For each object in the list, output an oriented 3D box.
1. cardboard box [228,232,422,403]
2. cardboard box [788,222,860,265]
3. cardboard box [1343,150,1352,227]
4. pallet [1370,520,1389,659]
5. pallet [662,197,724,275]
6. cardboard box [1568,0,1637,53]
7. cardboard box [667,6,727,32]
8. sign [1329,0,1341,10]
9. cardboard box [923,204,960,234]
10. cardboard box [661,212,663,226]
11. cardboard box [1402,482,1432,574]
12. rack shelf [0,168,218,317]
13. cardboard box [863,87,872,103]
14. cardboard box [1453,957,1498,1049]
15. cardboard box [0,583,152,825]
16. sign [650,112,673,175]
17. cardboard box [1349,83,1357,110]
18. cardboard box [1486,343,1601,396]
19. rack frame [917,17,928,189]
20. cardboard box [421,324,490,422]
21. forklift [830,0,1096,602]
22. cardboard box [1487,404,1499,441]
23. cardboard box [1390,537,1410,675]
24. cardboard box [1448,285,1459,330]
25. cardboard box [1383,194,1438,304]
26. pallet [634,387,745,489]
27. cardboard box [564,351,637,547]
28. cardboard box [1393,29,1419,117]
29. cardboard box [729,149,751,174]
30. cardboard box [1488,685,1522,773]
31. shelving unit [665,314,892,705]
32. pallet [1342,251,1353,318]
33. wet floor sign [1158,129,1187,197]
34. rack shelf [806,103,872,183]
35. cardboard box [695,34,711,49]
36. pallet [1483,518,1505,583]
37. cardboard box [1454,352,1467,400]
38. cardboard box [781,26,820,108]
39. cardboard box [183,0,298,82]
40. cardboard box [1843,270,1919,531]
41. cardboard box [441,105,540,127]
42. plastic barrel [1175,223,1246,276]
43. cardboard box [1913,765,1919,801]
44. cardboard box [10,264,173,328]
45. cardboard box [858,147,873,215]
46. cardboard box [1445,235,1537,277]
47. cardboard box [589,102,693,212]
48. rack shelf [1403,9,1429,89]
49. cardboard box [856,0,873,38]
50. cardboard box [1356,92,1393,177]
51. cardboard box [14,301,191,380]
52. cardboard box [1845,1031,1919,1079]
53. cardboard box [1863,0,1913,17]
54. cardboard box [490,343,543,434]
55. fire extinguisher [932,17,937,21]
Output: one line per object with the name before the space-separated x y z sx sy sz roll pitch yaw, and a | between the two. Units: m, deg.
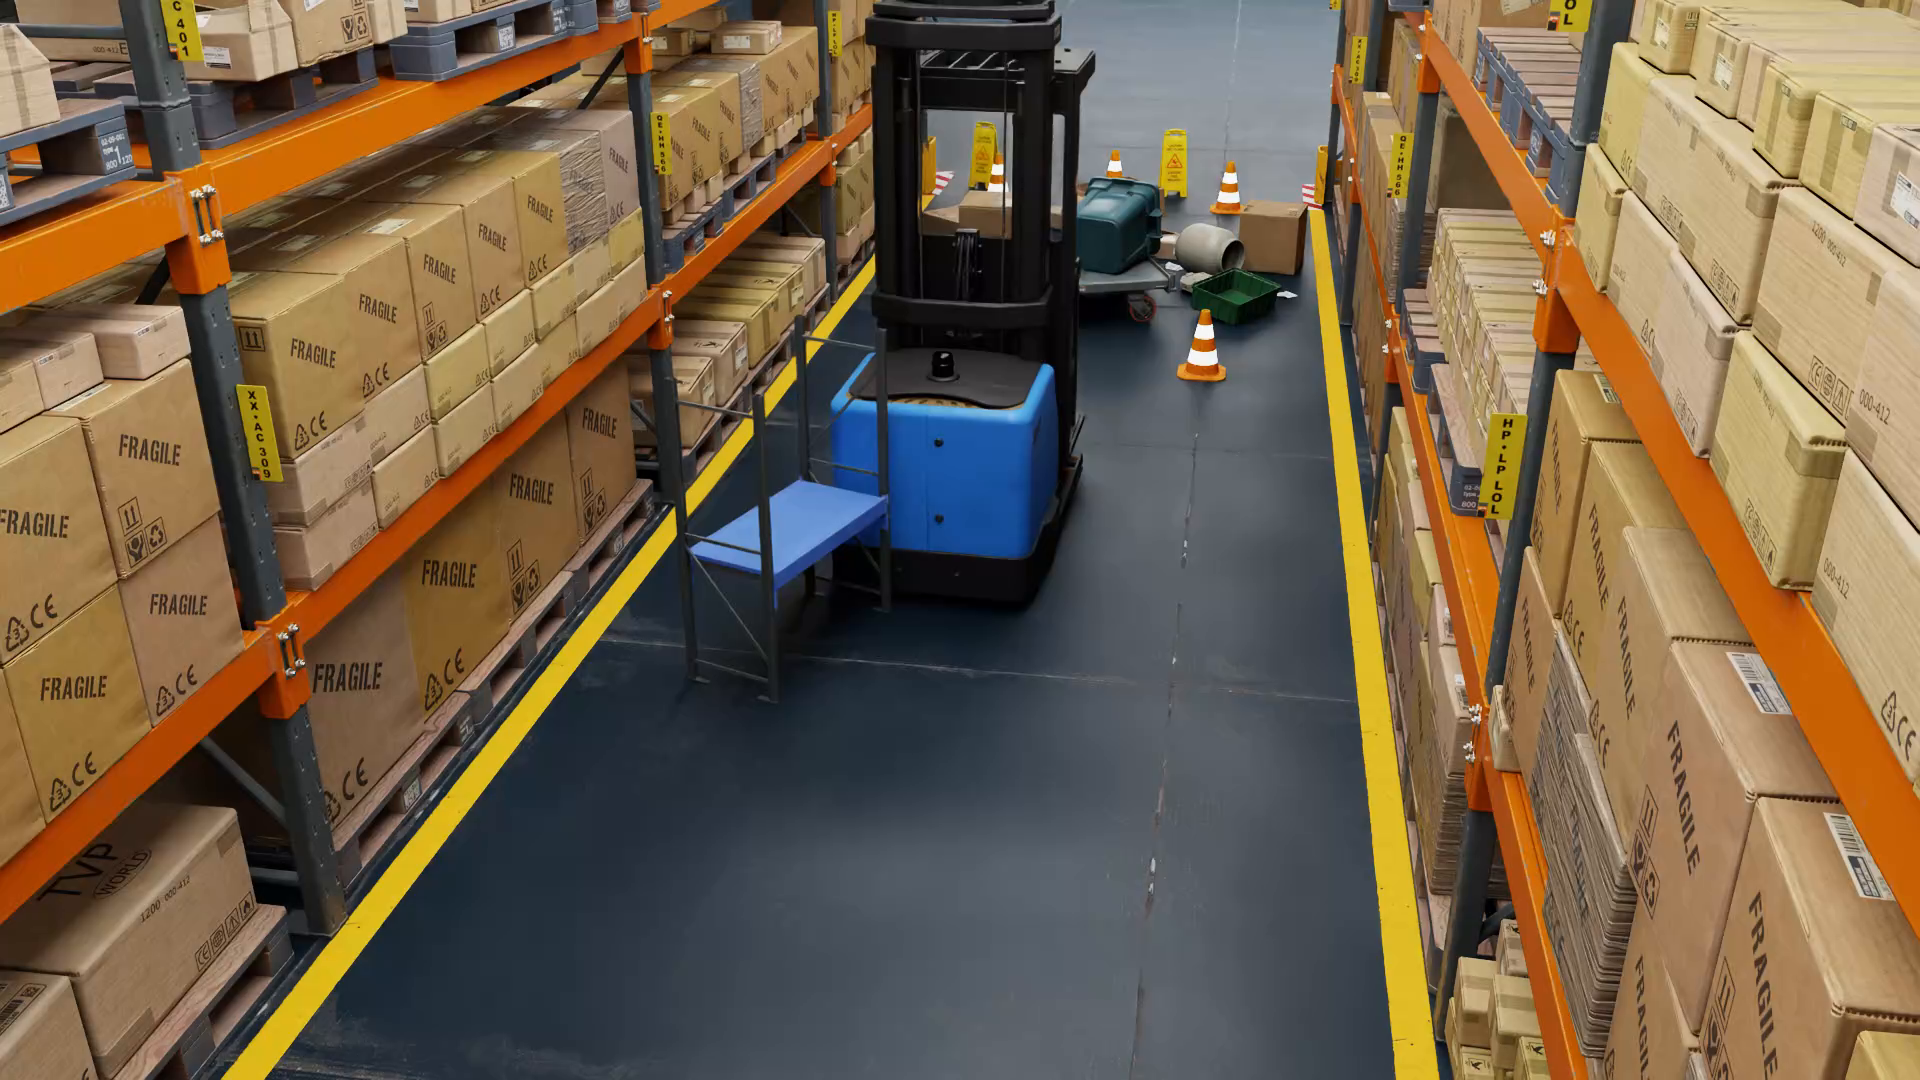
cardboard box | -2.378 -0.826 6.180 0.500 0.500 0.500 4 25 8
cardboard box | -1.119 -2.468 13.733 0.500 0.250 0.500 3 25 6
cardboard box | 3.885 -3.239 14.643 0.875 0.875 0.875 4 25 8
pallet | 2.635 0.268 8.429 1.003 0.211 1.213 4 25 9
pallet | -2.124 -1.841 9.871 1.213 0.211 1.003 4 25 9
cardboard box | 2.493 -1.881 5.575 0.797 0.503 0.637 4 25 8
cardboard box | -1.908 -3.787 12.073 0.380 0.149 0.250 4 25 8
sign | 3.525 -5.137 15.571 0.100 0.325 0.005 4 25 9
cardboard box | 0.036 -2.518 14.037 0.500 0.500 0.500 -20 32 -36
cardboard box | -1.899 -1.822 9.405 0.380 0.149 0.250 3 25 5
cardboard box | 2.237 -0.030 7.344 0.500 0.250 0.500 4 25 9
rack shelf | -3.116 -0.146 3.333 1.077 0.370 4.000 4 25 9
cardboard box | -0.896 -3.826 14.181 0.380 0.149 0.250 4 25 9
cardboard box | 1.736 1.447 5.137 0.380 0.149 0.250 5 26 11
cardboard box | -2.691 0.432 4.670 0.500 0.500 0.500 3 25 7
sign | -1.587 -2.110 8.853 0.100 0.325 0.005 4 25 9
cardboard box | 3.726 -3.896 13.857 0.875 0.550 0.500 4 25 9
cardboard box | 2.157 -0.609 6.112 0.380 0.149 0.250 3 25 7
rack frame | -0.828 -4.968 16.326 1.000 3.000 0.127 4 25 9
cardboard box | -2.273 -0.702 6.798 0.500 0.250 0.500 4 25 9
forklift | 0.128 -1.614 9.241 1.130 2.935 3.031 5 26 10
cardboard box | 2.107 -0.369 5.949 0.380 0.149 0.250 3 25 7
cardboard box | 2.239 0.324 7.473 0.500 0.500 0.500 3 25 7
cardboard box | 2.364 -1.014 7.327 0.380 0.149 0.250 4 25 9
cardboard box | 2.573 -1.574 8.957 0.500 0.500 0.500 4 25 9
pallet | -2.006 -0.686 10.467 1.003 0.211 1.213 4 25 9
cardboard box | -2.330 -0.567 8.934 0.875 0.875 0.875 4 25 8
cardboard box | 3.261 -3.070 10.972 0.700 0.500 0.500 4 25 8
cardboard box | -1.587 -2.495 10.842 0.380 0.149 0.250 5 26 10
cardboard box | 1.742 0.561 4.810 0.380 0.149 0.250 5 26 10
shelving unit | -0.814 -0.167 7.837 0.538 1.500 1.048 13 28 25
pallet | 3.620 -2.044 13.369 1.003 0.211 1.213 4 25 9
wet floor sign | 2.123 -3.751 16.502 0.267 0.644 0.232 0 25 -1
rack shelf | -1.155 -3.806 14.692 1.077 0.370 4.000 4 25 9
cardboard box | -1.923 -3.280 11.755 0.500 0.500 0.500 4 25 9
pallet | 2.379 0.128 5.664 1.003 0.211 1.213 4 25 9
cardboard box | 2.277 -0.670 6.945 0.380 0.149 0.250 4 25 9
cardboard box | -1.331 -3.456 12.132 0.500 0.500 0.500 4 25 8
cardboard box | -2.362 -1.622 5.303 0.396 0.266 0.258 4 25 8
cardboard box | 1.450 -0.131 2.041 0.500 0.250 0.500 4 25 9
cardboard box | -2.457 -1.931 8.540 0.500 0.500 0.500 3 25 7
plastic barrel | 2.090 -2.409 13.896 0.421 0.421 0.512 -20 32 -36
cardboard box | 1.347 0.311 1.686 0.500 0.250 0.500 4 25 9
cardboard box | -2.964 -0.652 5.807 0.500 0.500 0.500 5 26 10
cardboard box | -1.043 -3.033 14.054 0.500 0.500 0.500 5 26 11
cardboard box | 2.412 -1.273 7.530 0.380 0.149 0.250 4 25 8
cardboard box | -1.834 -2.165 9.372 0.500 0.500 0.500 3 25 7
rack shelf | 3.091 -3.191 9.839 1.077 0.370 4.000 4 25 9
cardboard box | -1.091 -4.309 13.270 0.700 0.500 0.500 4 25 9
cardboard box | 3.067 -2.839 11.658 0.500 0.500 0.500 4 25 9
cardboard box | -2.526 -0.591 4.911 0.380 0.149 0.250 4 25 7
cardboard box | 1.369 0.971 1.990 0.500 0.500 0.500 3 25 7
cardboard box | 2.330 -1.197 3.847 0.380 0.149 0.250 3 25 6
cardboard box | -2.184 -0.686 7.353 0.500 0.250 0.500 4 25 8
fire extinguisher | -0.355 -4.949 16.377 0.296 0.674 0.183 4 25 9
